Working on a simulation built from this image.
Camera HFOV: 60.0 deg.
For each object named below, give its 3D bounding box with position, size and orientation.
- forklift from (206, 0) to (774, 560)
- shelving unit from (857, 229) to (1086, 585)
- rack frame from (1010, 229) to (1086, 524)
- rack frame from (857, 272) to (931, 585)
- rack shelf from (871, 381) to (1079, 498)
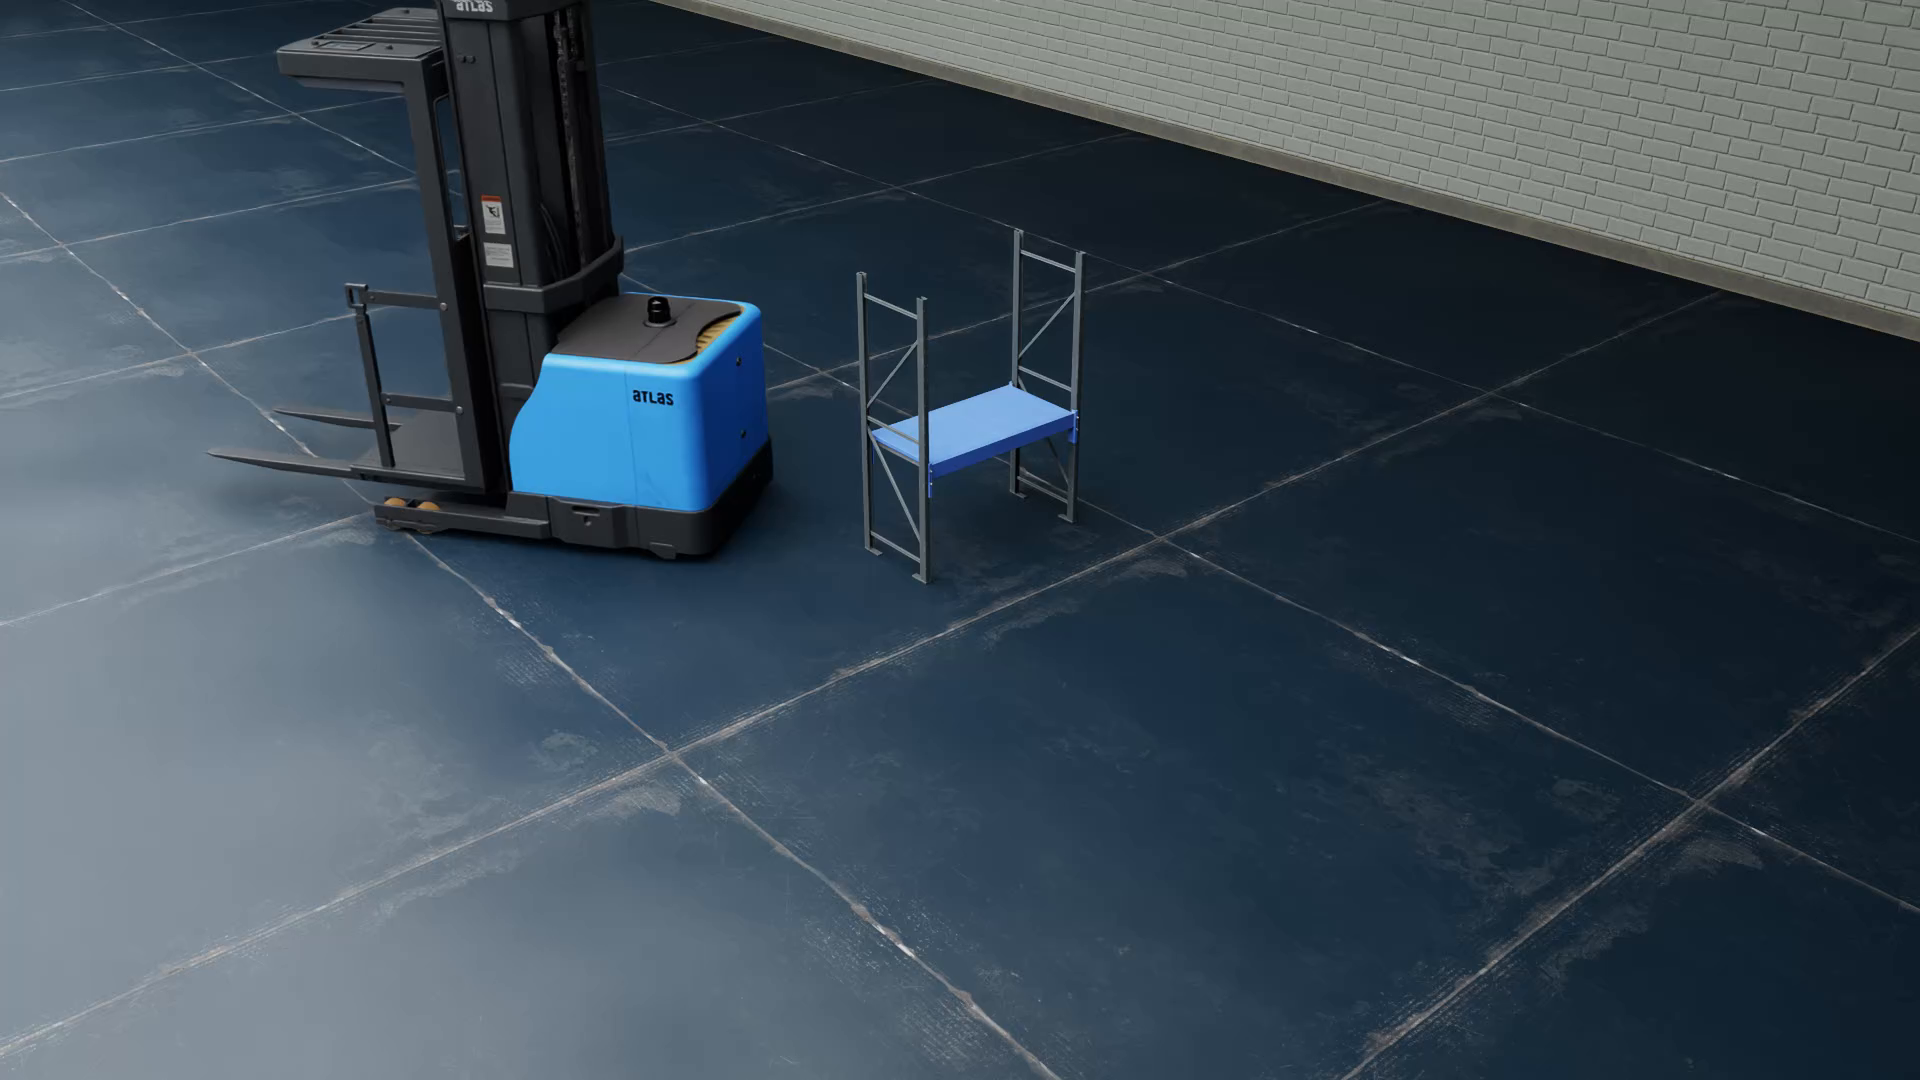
[{"bbox_3d":[-2.613,-1.556,8.552,3.031,2.935,1.130,7,29,12],"label":"forklift"},{"bbox_3d":[0.065,-0.688,8.445,1.048,1.500,0.538,-22,35,-35],"label":"shelving unit"},{"bbox_3d":[0.452,-0.843,8.736,0.032,1.500,0.500,-22,35,-35],"label":"rack frame"},{"bbox_3d":[-0.322,-0.532,8.154,0.032,1.500,0.500,-22,35,-35],"label":"rack frame"},{"bbox_3d":[0.065,-0.529,8.530,1.000,0.185,0.538,-22,35,-35],"label":"rack shelf"}]
